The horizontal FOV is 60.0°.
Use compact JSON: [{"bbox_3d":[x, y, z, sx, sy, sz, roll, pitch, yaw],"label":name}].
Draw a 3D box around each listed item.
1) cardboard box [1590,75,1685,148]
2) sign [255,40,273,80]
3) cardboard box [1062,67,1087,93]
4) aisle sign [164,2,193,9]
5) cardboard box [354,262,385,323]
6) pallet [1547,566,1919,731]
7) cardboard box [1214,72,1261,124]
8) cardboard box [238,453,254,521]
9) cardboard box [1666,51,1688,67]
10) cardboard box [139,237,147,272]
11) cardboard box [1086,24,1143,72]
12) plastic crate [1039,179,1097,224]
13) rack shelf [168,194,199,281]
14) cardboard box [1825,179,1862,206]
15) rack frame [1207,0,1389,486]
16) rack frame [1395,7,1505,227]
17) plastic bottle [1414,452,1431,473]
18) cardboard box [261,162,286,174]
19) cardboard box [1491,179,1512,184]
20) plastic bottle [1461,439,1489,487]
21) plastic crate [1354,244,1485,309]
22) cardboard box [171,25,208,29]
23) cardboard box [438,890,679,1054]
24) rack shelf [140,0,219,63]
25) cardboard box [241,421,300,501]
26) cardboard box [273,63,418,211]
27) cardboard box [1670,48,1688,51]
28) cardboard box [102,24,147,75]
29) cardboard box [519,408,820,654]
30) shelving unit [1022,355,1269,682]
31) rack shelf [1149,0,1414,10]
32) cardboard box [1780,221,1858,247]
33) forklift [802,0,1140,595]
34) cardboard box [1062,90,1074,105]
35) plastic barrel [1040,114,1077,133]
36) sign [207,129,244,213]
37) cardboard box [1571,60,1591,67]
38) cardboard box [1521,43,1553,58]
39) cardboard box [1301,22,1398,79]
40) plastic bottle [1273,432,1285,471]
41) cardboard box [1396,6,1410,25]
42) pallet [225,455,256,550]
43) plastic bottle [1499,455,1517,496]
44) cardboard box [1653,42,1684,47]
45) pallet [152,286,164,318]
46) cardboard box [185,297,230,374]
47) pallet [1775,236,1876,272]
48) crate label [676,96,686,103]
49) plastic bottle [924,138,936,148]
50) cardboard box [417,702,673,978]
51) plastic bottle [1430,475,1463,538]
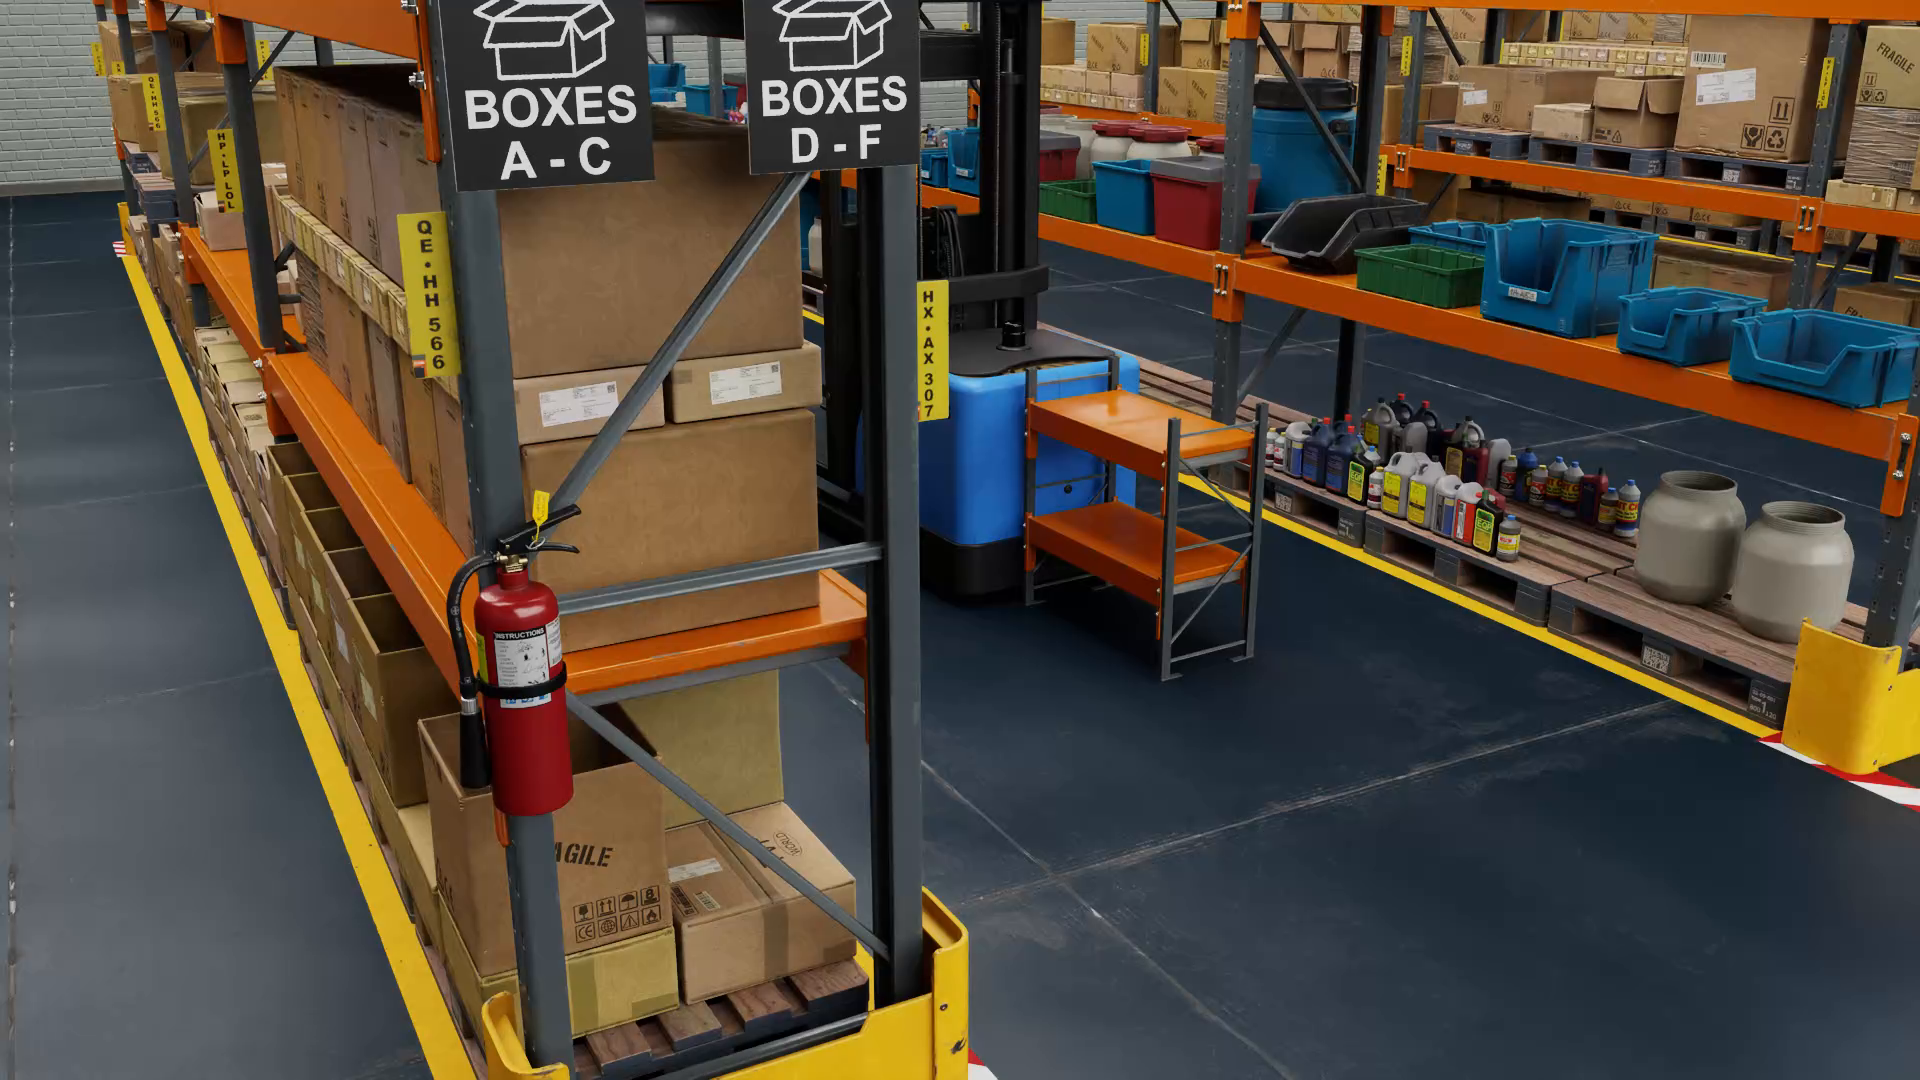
[{"bbox_3d":[5.353,-3.317,12.842,0.797,0.503,0.637,-8,20,-21],"label":"cardboard box"},{"bbox_3d":[-5.775,-3.983,13.802,0.100,0.325,0.005,-10,21,-27],"label":"sign"},{"bbox_3d":[1.527,-5.333,19.262,0.500,0.250,0.500,-10,21,-26],"label":"cardboard box"},{"bbox_3d":[-7.924,-5.793,16.836,0.394,0.787,0.004,-10,21,-27],"label":"aisle sign"},{"bbox_3d":[-1.651,-0.783,5.155,0.380,0.149,0.250,-10,22,-27],"label":"cardboard box"},{"bbox_3d":[3.339,0.399,7.151,1.003,0.211,1.213,-10,21,-27],"label":"pallet"},{"bbox_3d":[2.934,-4.471,16.837,0.500,0.500,0.500,-11,22,-28],"label":"cardboard box"},{"bbox_3d":[-3.397,-0.318,8.525,0.500,0.250,0.500,-9,21,-25],"label":"cardboard box"},{"bbox_3d":[7.763,-5.128,17.723,0.380,0.149,0.250,-9,21,-25],"label":"cardboard box"},{"bbox_3d":[-7.138,-2.621,15.076,0.500,0.311,0.500,-10,21,-27],"label":"cardboard box"},{"bbox_3d":[1.771,-5.542,18.717,0.500,0.500,0.500,-10,21,-26],"label":"cardboard box"},{"bbox_3d":[0.823,-2.175,10.660,0.450,0.188,0.662,-10,21,-27],"label":"plastic crate"},{"bbox_3d":[-5.312,-2.435,12.192,1.077,0.370,4.000,-10,21,-27],"label":"rack shelf"},{"bbox_3d":[6.095,-2.359,11.254,0.380,0.149,0.250,-10,21,-27],"label":"cardboard box"},{"bbox_3d":[1.898,-1.819,9.304,1.000,3.000,0.127,-10,21,-27],"label":"rack frame"},{"bbox_3d":[4.358,-3.734,14.855,1.000,3.000,0.127,-10,21,-27],"label":"rack frame"},{"bbox_3d":[2.327,-0.297,8.395,0.152,0.276,0.135,-10,21,-27],"label":"plastic bottle"},{"bbox_3d":[-3.551,-1.769,9.006,0.500,0.500,0.500,-11,22,-30],"label":"cardboard box"},{"bbox_3d":[6.981,-4.627,21.168,0.380,0.149,0.250,-11,22,-29],"label":"cardboard box"},{"bbox_3d":[2.683,-0.391,8.655,0.061,0.283,0.133,-10,21,-27],"label":"plastic bottle"},{"bbox_3d":[2.295,-1.285,8.082,0.450,0.188,0.662,-10,21,-27],"label":"plastic crate"},{"bbox_3d":[-6.973,-4.492,15.364,0.500,0.500,0.500,-9,21,-25],"label":"cardboard box"},{"bbox_3d":[-1.078,1.089,4.449,0.500,0.250,0.500,-10,21,-27],"label":"cardboard box"},{"bbox_3d":[-3.412,-2.705,8.375,1.077,0.370,4.000,-10,21,-27],"label":"rack shelf"},{"bbox_3d":[-3.160,-0.437,8.010,0.500,0.311,0.500,-9,21,-25],"label":"cardboard box"},{"bbox_3d":[-2.246,-1.587,6.489,0.700,0.500,0.500,-10,21,-26],"label":"cardboard box"},{"bbox_3d":[8.097,-5.374,18.437,0.380,0.149,0.250,-9,21,-25],"label":"cardboard box"},{"bbox_3d":[-7.694,-4.556,15.549,0.500,0.500,0.500,-10,21,-26],"label":"cardboard box"},{"bbox_3d":[-0.774,-0.088,4.133,0.700,0.500,0.500,-10,21,-27],"label":"cardboard box"},{"bbox_3d":[0.777,-0.130,7.282,0.538,1.125,1.048,-11,22,-30],"label":"shelving unit"},{"bbox_3d":[3.408,-5.386,16.146,1.077,0.370,4.000,-10,21,-27],"label":"rack shelf"},{"bbox_3d":[8.981,-3.420,16.748,1.050,0.750,0.750,-10,22,-27],"label":"cardboard box"},{"bbox_3d":[-0.328,-1.561,8.662,1.130,2.935,3.031,-11,22,-30],"label":"forklift"},{"bbox_3d":[1.415,-5.169,19.399,0.380,0.149,0.250,-10,22,-28],"label":"cardboard box"},{"bbox_3d":[0.675,-2.758,11.853,0.421,0.512,0.421,0,19,0],"label":"plastic barrel"},{"bbox_3d":[-2.935,-1.476,6.656,0.100,0.325,0.005,-10,21,-27],"label":"sign"},{"bbox_3d":[7.156,-5.358,18.846,0.380,0.149,0.250,-9,21,-24],"label":"cardboard box"},{"bbox_3d":[6.792,-5.719,19.437,0.380,0.149,0.250,-9,21,-25],"label":"cardboard box"},{"bbox_3d":[3.718,-4.656,15.834,0.797,0.503,0.637,-9,21,-25],"label":"cardboard box"},{"bbox_3d":[1.761,-0.486,9.057,0.097,0.201,0.097,0,19,0],"label":"plastic bottle"},{"bbox_3d":[5.930,-6.672,21.226,0.500,0.500,0.500,-9,21,-25],"label":"cardboard box"},{"bbox_3d":[-3.430,-0.291,9.150,1.003,0.211,1.213,-10,21,-27],"label":"pallet"},{"bbox_3d":[2.856,-0.339,8.631,0.097,0.201,0.097,0,19,0],"label":"plastic bottle"},{"bbox_3d":[10.234,-6.847,23.723,0.500,0.500,0.500,-10,22,-27],"label":"cardboard box"},{"bbox_3d":[-6.587,-2.228,14.765,1.003,0.211,1.213,-10,21,-27],"label":"pallet"},{"bbox_3d":[-5.013,-1.459,11.420,0.500,0.500,0.500,-9,21,-25],"label":"cardboard box"},{"bbox_3d":[9.079,-2.917,16.762,1.003,0.211,1.213,-10,21,-27],"label":"pallet"},{"bbox_3d":[-2.975,-4.800,18.254,0.396,0.136,0.243,-10,21,-27],"label":"crate label"},{"bbox_3d":[-0.243,-3.156,13.482,0.097,0.201,0.097,0,19,0],"label":"plastic bottle"},{"bbox_3d":[-1.080,0.735,4.326,0.500,0.500,0.500,-10,21,-27],"label":"cardboard box"},{"bbox_3d":[2.379,-0.167,8.017,0.152,0.276,0.135,-11,22,-28],"label":"plastic bottle"}]
